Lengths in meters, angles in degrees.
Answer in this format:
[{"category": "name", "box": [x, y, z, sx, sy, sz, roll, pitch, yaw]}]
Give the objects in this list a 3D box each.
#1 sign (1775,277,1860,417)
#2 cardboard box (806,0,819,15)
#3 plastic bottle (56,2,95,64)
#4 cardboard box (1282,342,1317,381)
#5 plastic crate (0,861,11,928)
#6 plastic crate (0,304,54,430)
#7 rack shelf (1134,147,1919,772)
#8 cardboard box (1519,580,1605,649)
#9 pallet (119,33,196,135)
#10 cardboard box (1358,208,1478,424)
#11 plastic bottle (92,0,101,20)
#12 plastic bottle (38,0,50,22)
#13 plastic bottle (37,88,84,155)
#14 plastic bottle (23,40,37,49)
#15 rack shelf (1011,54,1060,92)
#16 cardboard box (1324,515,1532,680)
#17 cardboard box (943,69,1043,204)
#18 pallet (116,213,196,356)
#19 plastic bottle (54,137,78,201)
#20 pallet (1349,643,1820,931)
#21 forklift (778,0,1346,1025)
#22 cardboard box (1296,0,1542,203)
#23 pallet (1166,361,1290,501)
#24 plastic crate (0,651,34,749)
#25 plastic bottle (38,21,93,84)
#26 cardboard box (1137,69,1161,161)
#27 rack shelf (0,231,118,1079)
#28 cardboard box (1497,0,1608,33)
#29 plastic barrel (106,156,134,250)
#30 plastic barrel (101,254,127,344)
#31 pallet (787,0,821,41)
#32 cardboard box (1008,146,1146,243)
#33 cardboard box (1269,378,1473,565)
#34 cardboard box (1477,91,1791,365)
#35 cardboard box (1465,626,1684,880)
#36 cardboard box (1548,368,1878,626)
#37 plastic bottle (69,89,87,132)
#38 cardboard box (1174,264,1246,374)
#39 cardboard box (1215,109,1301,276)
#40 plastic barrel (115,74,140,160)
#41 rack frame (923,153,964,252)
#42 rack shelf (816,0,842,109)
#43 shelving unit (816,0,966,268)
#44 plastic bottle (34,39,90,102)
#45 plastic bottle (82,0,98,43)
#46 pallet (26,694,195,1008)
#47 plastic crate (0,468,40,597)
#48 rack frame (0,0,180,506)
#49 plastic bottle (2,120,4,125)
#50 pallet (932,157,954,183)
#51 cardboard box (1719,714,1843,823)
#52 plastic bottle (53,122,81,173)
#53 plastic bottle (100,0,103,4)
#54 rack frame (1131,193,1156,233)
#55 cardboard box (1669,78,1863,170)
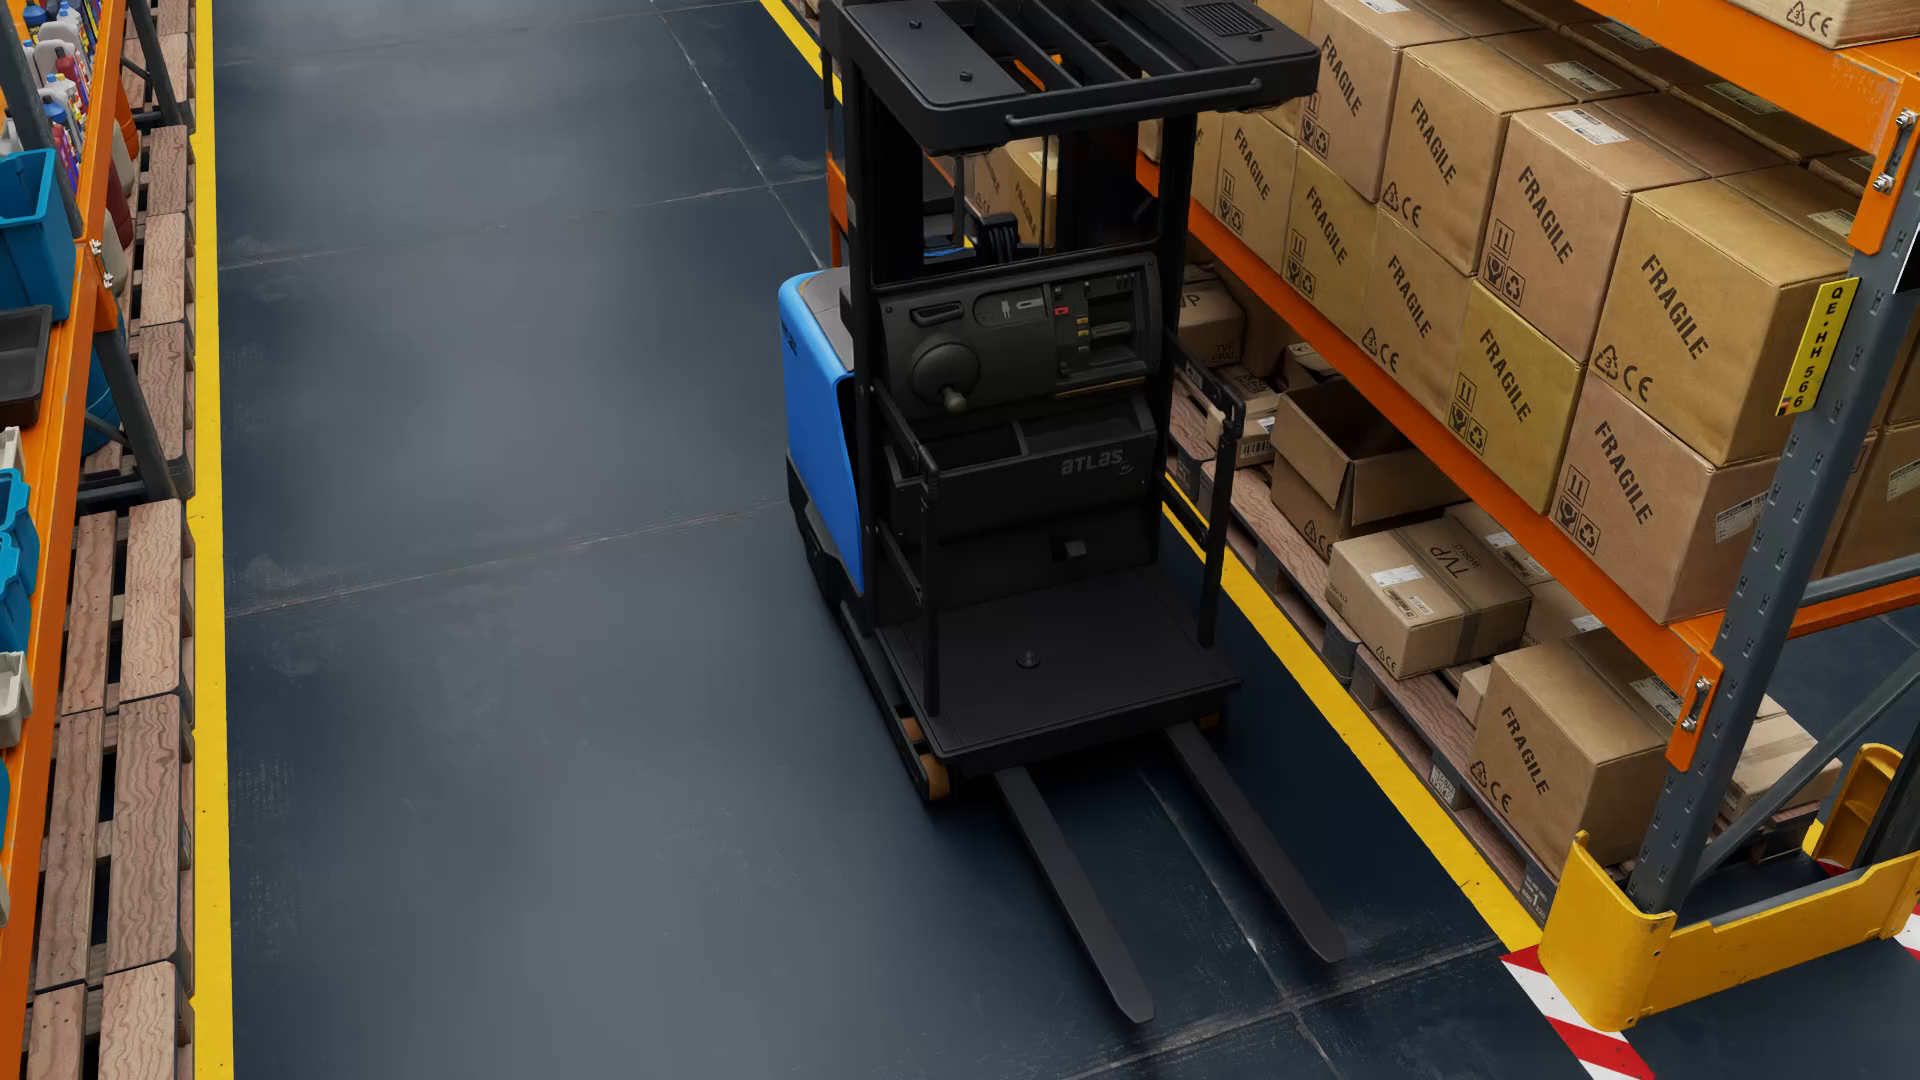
[{"category": "sign", "box": [1.844, -0.412, 3.579, 0.100, 0.325, 0.005, -12, 39, -16]}, {"category": "cardboard box", "box": [-0.791, -3.762, 11.188, 0.500, 0.250, 0.500, -12, 39, -15]}, {"category": "plastic bottle", "box": [-3.905, -2.232, 7.327, 0.097, 0.271, 0.097, 0, 37, 0]}, {"category": "cardboard box", "box": [1.643, -0.761, 7.271, 0.380, 0.149, 0.250, -12, 39, -16]}, {"category": "plastic crate", "box": [-2.089, 0.772, 3.401, 0.250, 0.136, 0.298, -12, 39, -16]}, {"category": "plastic crate", "box": [-3.020, -0.500, 5.100, 0.437, 0.125, 0.590, -12, 39, -16]}, {"category": "rack shelf", "box": [1.683, -0.769, 5.876, 1.077, 0.370, 4.000, -12, 39, -16]}, {"category": "cardboard box", "box": [2.279, 0.348, 5.715, 0.500, 0.250, 0.500, -12, 39, -16]}, {"category": "pallet", "box": [-5.264, -2.754, 10.231, 1.003, 0.211, 1.213, -12, 39, -16]}, {"category": "cardboard box", "box": [1.614, -0.739, 5.154, 0.500, 0.500, 0.500, -12, 39, -16]}, {"category": "plastic bottle", "box": [-4.100, -2.590, 7.792, 0.061, 0.283, 0.133, -12, 39, -16]}, {"category": "plastic bottle", "box": [-4.172, -2.456, 7.614, 0.061, 0.283, 0.133, -12, 39, -16]}, {"category": "plastic bottle", "box": [-3.584, -1.660, 6.564, 0.152, 0.276, 0.135, -12, 39, -16]}, {"category": "plastic bottle", "box": [-3.968, -2.042, 7.132, 0.097, 0.201, 0.097, 0, 37, 0]}, {"category": "rack shelf", "box": [0.307, -3.029, 8.876, 1.077, 0.370, 4.000, -12, 39, -16]}, {"category": "cardboard box", "box": [1.654, 0.197, 5.915, 0.500, 0.250, 0.500, -12, 39, -16]}, {"category": "cardboard box", "box": [0.222, -2.147, 8.820, 0.500, 0.500, 0.500, -12, 39, -15]}, {"category": "pallet", "box": [-4.307, -1.184, 8.146, 1.003, 0.211, 1.213, -12, 39, -16]}, {"category": "plastic bottle", "box": [-3.383, -1.412, 6.228, 0.061, 0.283, 0.133, -12, 39, -16]}, {"category": "pallet", "box": [2.070, 0.694, 5.653, 1.003, 0.211, 1.213, -12, 39, -16]}, {"category": "forklift", "box": [0.280, -0.577, 5.080, 1.130, 2.935, 3.031, -12, 39, -16]}, {"category": "cardboard box", "box": [1.426, -1.428, 5.238, 0.500, 0.500, 0.500, -11, 38, -15]}, {"category": "pallet", "box": [1.231, -0.684, 7.483, 1.003, 0.211, 1.213, -12, 39, -16]}, {"category": "plastic crate", "box": [-2.322, 0.389, 3.910, 0.250, 0.136, 0.298, -12, 39, -16]}, {"category": "plastic bottle", "box": [-3.857, -2.108, 7.158, 0.152, 0.276, 0.135, -12, 39, -16]}, {"category": "cardboard box", "box": [0.915, -1.882, 6.672, 0.500, 0.500, 0.500, -11, 38, -15]}, {"category": "rack shelf", "box": [-2.969, 0.254, 4.517, 1.077, 0.370, 4.000, -12, 39, -16]}, {"category": "cardboard box", "box": [1.936, -1.535, 5.381, 0.500, 0.500, 0.500, -13, 39, -16]}, {"category": "plastic barrel", "box": [-4.461, -1.716, 8.191, 0.600, 0.588, 0.708, -12, 39, -16]}, {"category": "plastic barrel", "box": [-4.072, -1.203, 7.249, 0.600, 0.901, 0.708, -12, 39, -16]}, {"category": "pallet", "box": [-0.628, -3.805, 11.626, 1.003, 0.211, 1.213, -12, 39, -16]}, {"category": "cardboard box", "box": [0.556, -1.583, 8.070, 0.500, 0.500, 0.500, -13, 39, -16]}, {"category": "cardboard box", "box": [1.646, -0.305, 6.371, 0.797, 0.503, 0.637, -12, 39, -16]}, {"category": "cardboard box", "box": [1.786, -0.846, 4.465, 0.500, 0.500, 0.500, -11, 38, -15]}, {"category": "cardboard box", "box": [1.953, 0.640, 5.119, 0.500, 0.500, 0.500, -12, 39, -16]}, {"category": "cardboard box", "box": [1.962, -0.163, 4.390, 0.500, 0.500, 0.500, -11, 38, -15]}, {"category": "plastic bottle", "box": [-3.632, -1.757, 6.754, 0.097, 0.201, 0.097, 0, 37, 0]}, {"category": "cardboard box", "box": [0.936, -1.006, 7.462, 0.500, 0.311, 0.500, -12, 39, -16]}, {"category": "cardboard box", "box": [1.264, -1.310, 5.913, 0.500, 0.500, 0.500, -13, 39, -16]}, {"category": "plastic barrel", "box": [-4.849, -2.451, 8.965, 0.600, 0.830, 0.708, -12, 39, -16]}, {"category": "rack frame", "box": [-0.176, -1.128, 6.503, 0.400, 2.100, 0.015, -12, 39, -16]}, {"category": "rack shelf", "box": [-0.260, -1.814, 6.273, 0.431, 0.518, 0.480, -12, 39, -16]}, {"category": "shelving unit", "box": [-0.260, -1.266, 6.686, 0.431, 2.100, 0.503, -12, 39, -16]}, {"category": "plastic bottle", "box": [-3.777, -1.977, 6.984, 0.152, 0.276, 0.135, -12, 39, -16]}, {"category": "plastic bottle", "box": [-3.991, -2.410, 7.554, 0.061, 0.283, 0.133, -12, 39, -16]}, {"category": "pallet", "box": [-2.944, 1.049, 5.182, 1.003, 0.211, 1.213, -12, 39, -16]}, {"category": "plastic crate", "box": [-2.613, 0.019, 4.321, 0.416, 0.233, 0.300, -12, 39, -16]}, {"category": "rack frame", "box": [-3.657, -1.163, 5.801, 1.000, 3.000, 0.127, -12, 39, -16]}, {"category": "plastic bottle", "box": [-3.695, -1.594, 6.538, 0.097, 0.201, 0.097, 0, 37, 0]}, {"category": "pallet", "box": [0.256, -2.214, 9.515, 1.003, 0.211, 1.213, -12, 39, -16]}, {"category": "cardboard box", "box": [2.550, 0.729, 5.293, 0.380, 0.149, 0.250, -12, 39, -16]}, {"category": "plastic bottle", "box": [-3.485, -1.516, 6.434, 0.097, 0.201, 0.097, 0, 37, 0]}, {"category": "plastic bottle", "box": [-4.191, -2.674, 7.972, 0.097, 0.201, 0.097, 0, 37, 0]}, {"category": "rack frame", "box": [0.995, -2.186, 7.159, 1.000, 3.000, 0.127, -12, 39, -16]}, {"category": "cardboard box", "box": [2.279, -0.965, 4.624, 0.500, 0.500, 0.500, -12, 39, -15]}]
